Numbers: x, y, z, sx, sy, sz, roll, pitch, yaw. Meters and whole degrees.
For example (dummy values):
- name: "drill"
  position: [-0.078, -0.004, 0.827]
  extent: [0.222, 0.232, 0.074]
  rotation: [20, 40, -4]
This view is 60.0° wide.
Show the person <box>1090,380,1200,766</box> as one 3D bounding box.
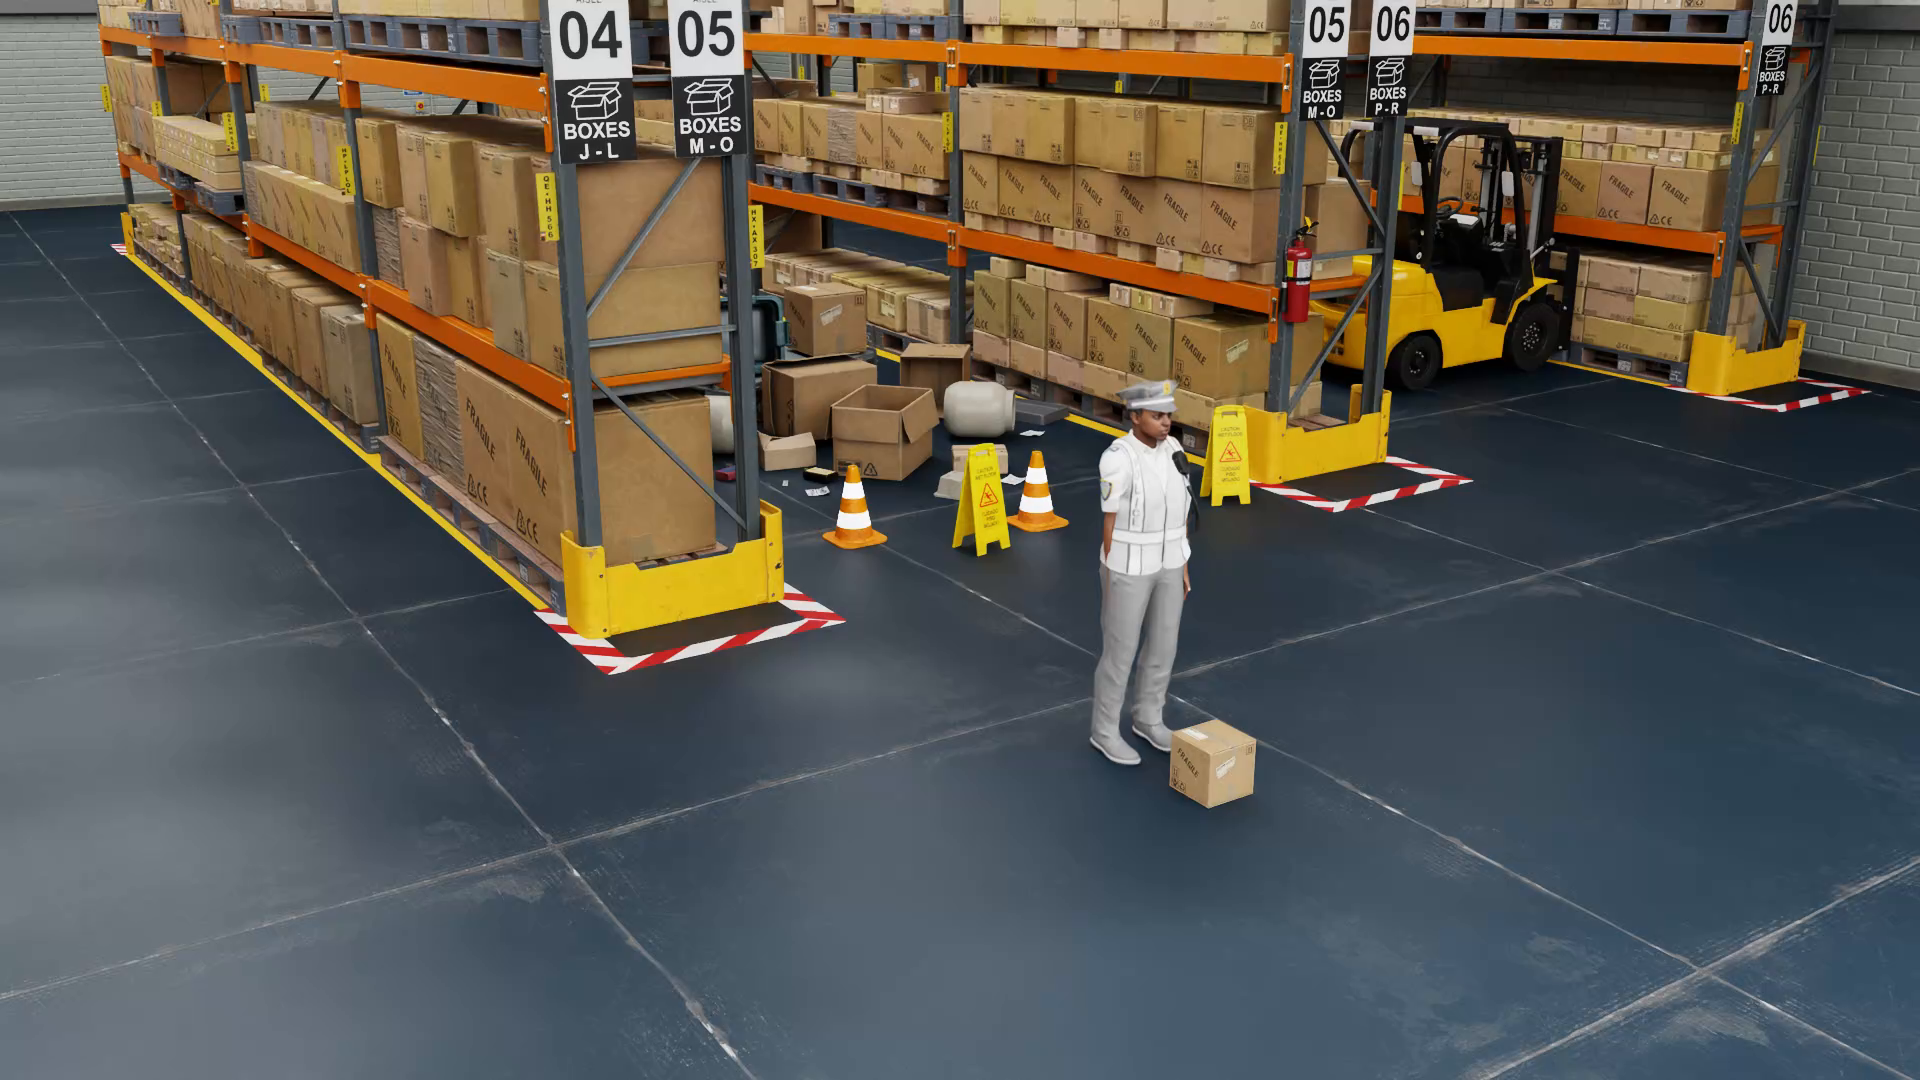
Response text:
- name: "person"
  position: [0.804, 0.128, 7.141]
  extent: [0.435, 1.685, 0.341]
  rotation: [-11, 21, -30]
